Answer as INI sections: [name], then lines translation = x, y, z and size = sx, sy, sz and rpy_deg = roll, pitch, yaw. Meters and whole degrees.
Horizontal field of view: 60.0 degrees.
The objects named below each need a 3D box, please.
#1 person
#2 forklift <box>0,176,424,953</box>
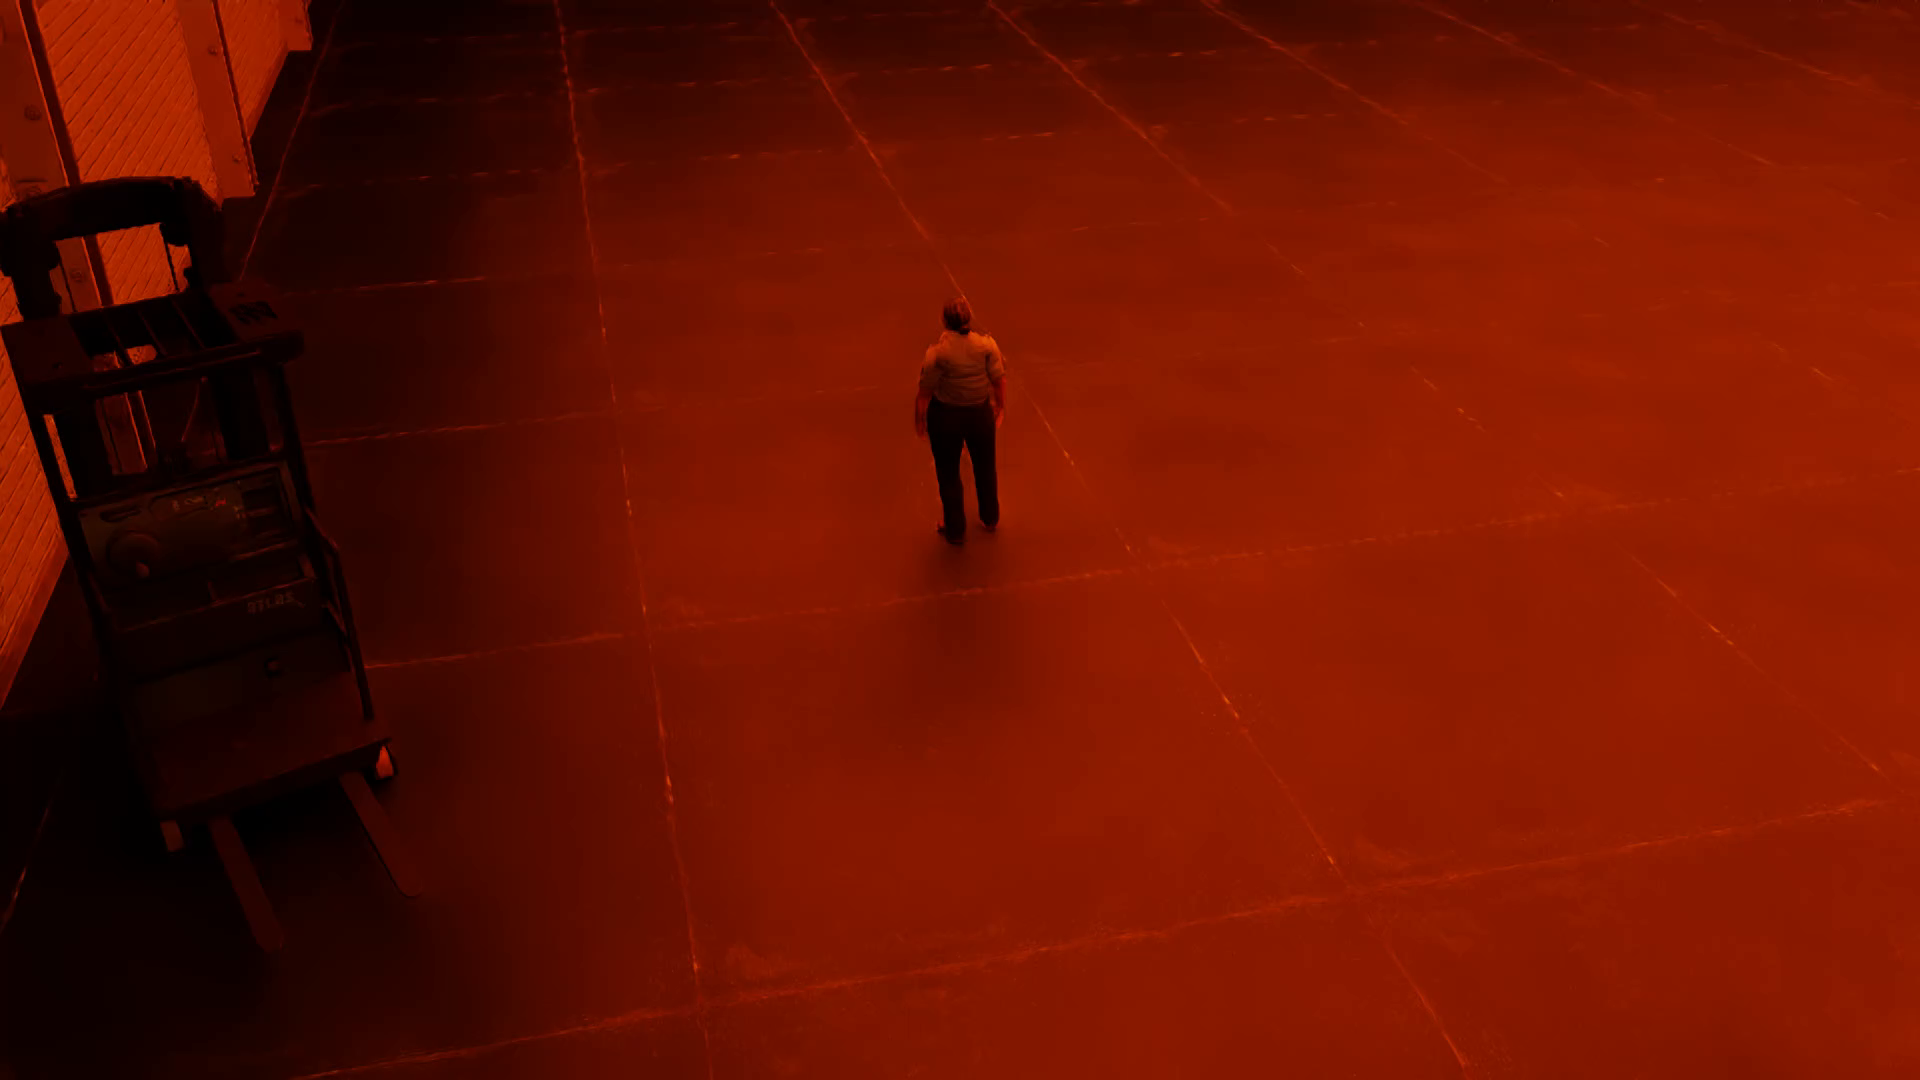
[person]
translation = 0.001, -0.766, 10.164
size = 0.599, 1.650, 0.502
rpy_deg = -7, 31, -12
[forklift]
translation = -3.492, -0.052, 7.664
size = 1.130, 2.935, 3.031
rpy_deg = -18, 35, -29
